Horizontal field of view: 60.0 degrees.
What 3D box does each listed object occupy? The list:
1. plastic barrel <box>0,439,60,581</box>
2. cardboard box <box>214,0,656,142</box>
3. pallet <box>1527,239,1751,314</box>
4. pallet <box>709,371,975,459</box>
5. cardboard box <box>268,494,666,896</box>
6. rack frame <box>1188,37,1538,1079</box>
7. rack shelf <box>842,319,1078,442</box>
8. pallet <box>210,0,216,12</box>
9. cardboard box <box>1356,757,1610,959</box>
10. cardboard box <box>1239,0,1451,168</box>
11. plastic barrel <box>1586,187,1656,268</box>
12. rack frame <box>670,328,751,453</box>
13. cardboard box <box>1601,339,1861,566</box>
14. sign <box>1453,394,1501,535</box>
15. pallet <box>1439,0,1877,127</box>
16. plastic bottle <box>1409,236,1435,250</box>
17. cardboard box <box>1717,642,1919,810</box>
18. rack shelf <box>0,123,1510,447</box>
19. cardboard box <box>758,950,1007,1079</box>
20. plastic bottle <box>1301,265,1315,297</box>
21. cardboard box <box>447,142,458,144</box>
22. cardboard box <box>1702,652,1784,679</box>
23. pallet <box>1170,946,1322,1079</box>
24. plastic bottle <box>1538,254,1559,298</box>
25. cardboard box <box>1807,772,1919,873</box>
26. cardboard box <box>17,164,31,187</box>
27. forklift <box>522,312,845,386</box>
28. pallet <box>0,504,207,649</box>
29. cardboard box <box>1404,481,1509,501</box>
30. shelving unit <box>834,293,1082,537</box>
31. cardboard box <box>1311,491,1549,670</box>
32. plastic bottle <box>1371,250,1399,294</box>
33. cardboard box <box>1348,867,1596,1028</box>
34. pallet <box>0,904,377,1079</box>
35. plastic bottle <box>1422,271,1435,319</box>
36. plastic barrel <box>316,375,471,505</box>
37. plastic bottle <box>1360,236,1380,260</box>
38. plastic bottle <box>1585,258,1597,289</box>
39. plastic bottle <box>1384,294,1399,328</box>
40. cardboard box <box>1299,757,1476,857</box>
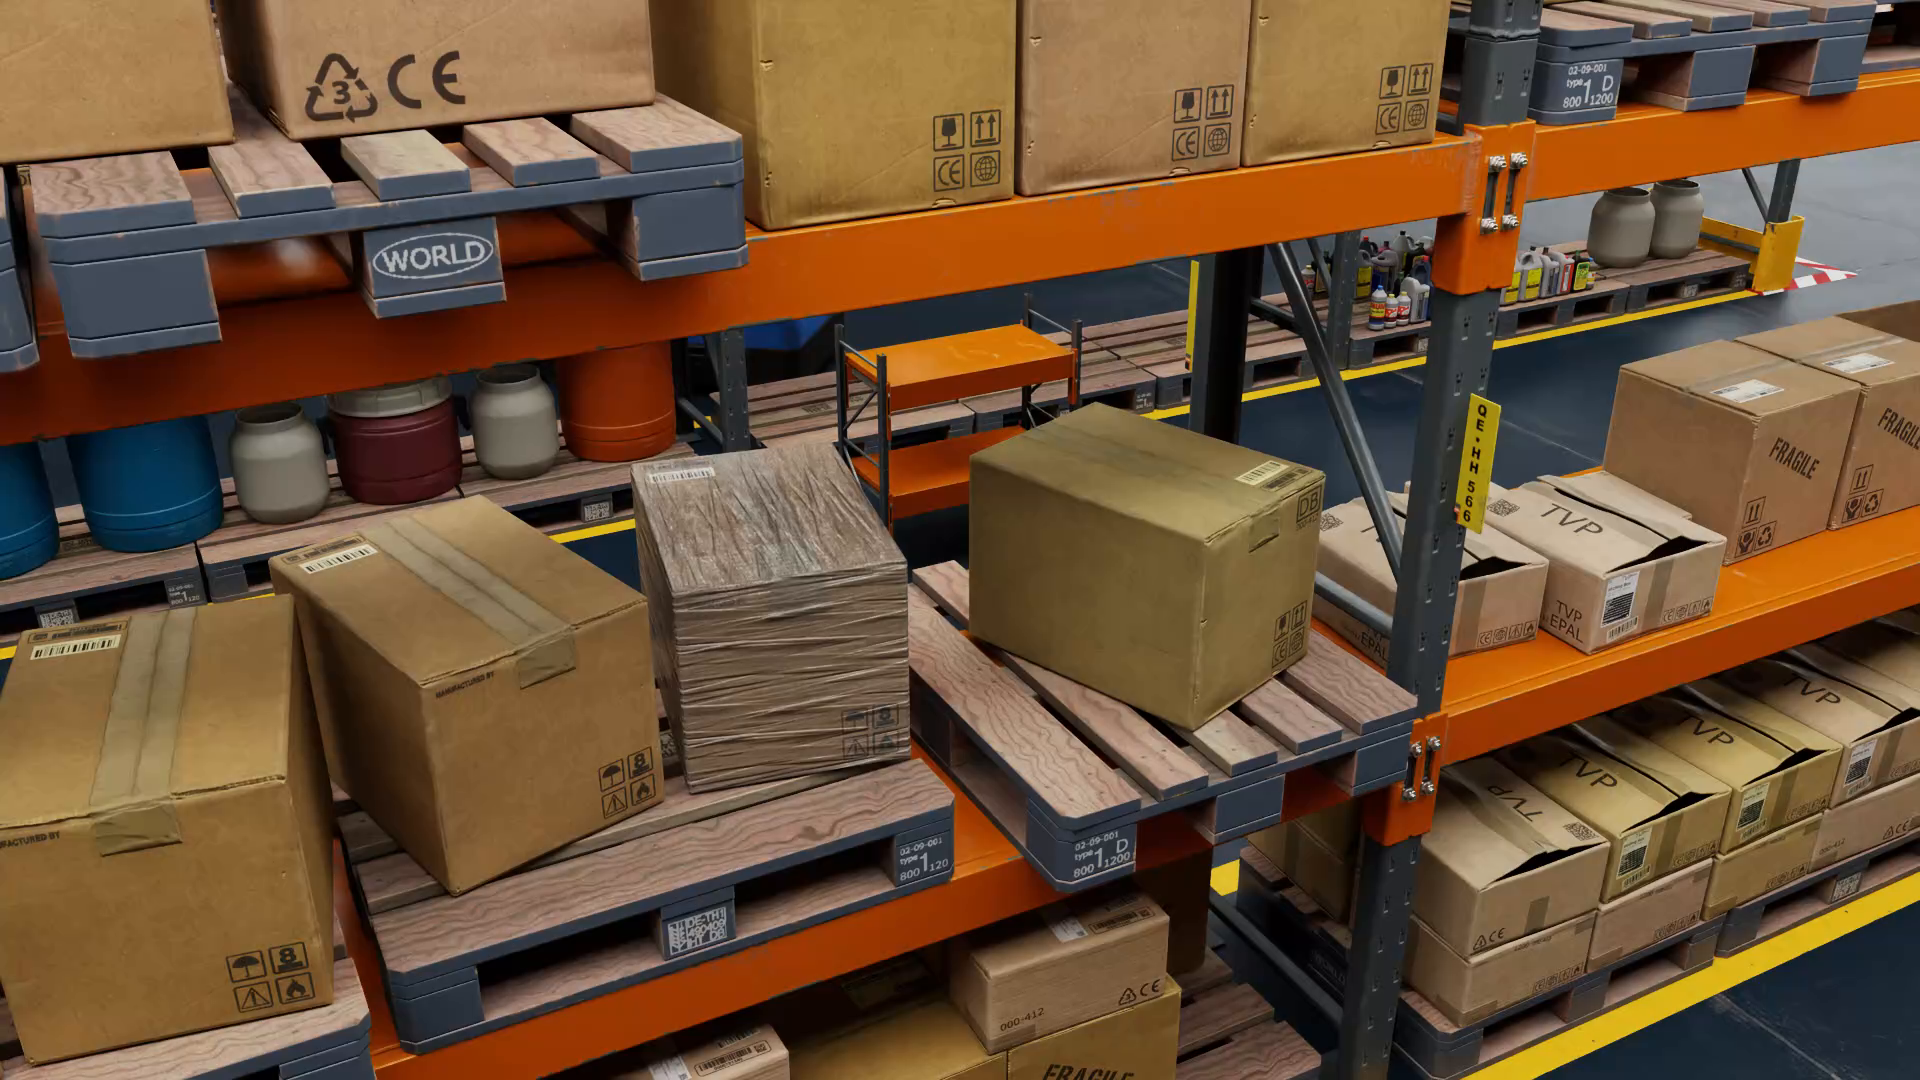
[{"bbox_3d":[-4.421,-0.322,7.395,0.708,0.901,0.600,-13,29,-25],"label":"plastic barrel"},{"bbox_3d":[-0.927,-1.061,2.812,0.600,0.600,0.600,-14,29,-27],"label":"cardboard box"},{"bbox_3d":[4.915,-1.965,12.098,1.213,0.211,1.003,-13,29,-25],"label":"pallet"},{"bbox_3d":[-0.678,-0.675,9.412,1.213,0.211,1.003,-13,29,-25],"label":"pallet"},{"bbox_3d":[-1.052,0.300,3.559,0.500,0.500,0.700,-22,33,-38],"label":"cardboard box"},{"bbox_3d":[0.948,0.103,4.569,0.127,3.000,1.000,-13,29,-25],"label":"rack frame"},{"bbox_3d":[-0.006,-0.770,7.877,1.000,0.278,0.538,-13,29,-25],"label":"rack shelf"},{"bbox_3d":[-7.683,-5.090,15.608,1.213,0.211,1.003,-13,29,-25],"label":"pallet"},{"bbox_3d":[1.548,0.906,4.941,0.500,0.311,0.500,-12,28,-23],"label":"cardboard box"},{"bbox_3d":[0.579,-1.192,3.687,0.500,0.500,0.910,-13,29,-25],"label":"cardboard box"},{"bbox_3d":[4.692,-2.221,11.800,0.421,0.512,0.421,0,26,0],"label":"plastic barrel"},{"bbox_3d":[-1.380,-1.789,8.511,0.127,3.000,1.000,-13,29,-25],"label":"rack frame"},{"bbox_3d":[2.421,-0.290,5.272,0.500,0.500,0.500,-15,29,-28],"label":"cardboard box"},{"bbox_3d":[1.211,-0.178,3.908,0.005,0.325,0.100,-13,29,-25],"label":"sign"},{"bbox_3d":[1.504,-1.336,4.320,1.003,0.211,1.213,-12,28,-23],"label":"pallet"},{"bbox_3d":[3.182,-1.952,11.489,0.135,0.276,0.152,-12,28,-24],"label":"plastic bottle"},{"bbox_3d":[2.912,0.588,5.603,0.500,0.311,0.500,-13,29,-26],"label":"cardboard box"},{"bbox_3d":[-0.817,-0.517,3.227,4.000,0.370,1.077,-13,29,-25],"label":"rack shelf"},{"bbox_3d":[-0.224,1.417,4.212,0.500,0.500,0.500,-14,29,-27],"label":"cardboard box"},{"bbox_3d":[2.323,-1.734,11.120,0.097,0.201,0.097,0,26,0],"label":"plastic bottle"},{"bbox_3d":[-4.329,-2.780,12.544,0.875,0.875,1.225,-14,29,-27],"label":"cardboard box"},{"bbox_3d":[2.639,0.389,6.019,0.500,0.311,0.500,-12,28,-24],"label":"cardboard box"},{"bbox_3d":[0.271,1.498,4.886,1.213,0.211,1.003,-13,29,-25],"label":"pallet"},{"bbox_3d":[3.907,-1.778,11.127,0.135,0.276,0.152,-14,29,-27],"label":"plastic bottle"},{"bbox_3d":[2.900,0.844,5.719,0.500,0.250,0.500,-12,28,-24],"label":"cardboard box"},{"bbox_3d":[-6.685,-2.236,11.410,0.875,0.875,1.225,-13,29,-25],"label":"cardboard box"},{"bbox_3d":[-2.322,-2.519,10.111,3.031,2.935,1.130,5,26,11],"label":"forklift"},{"bbox_3d":[-4.209,0.141,7.712,1.213,0.211,1.003,-13,29,-25],"label":"pallet"},{"bbox_3d":[1.611,-0.072,5.225,0.250,0.149,0.380,-13,29,-25],"label":"cardboard box"},{"bbox_3d":[-0.006,-0.506,8.004,1.048,1.125,0.538,-13,29,-25],"label":"shelving unit"},{"bbox_3d":[1.289,0.086,4.708,0.500,0.311,0.500,-11,28,-22],"label":"cardboard box"},{"bbox_3d":[2.843,-1.803,11.179,0.135,0.276,0.152,-13,29,-25],"label":"plastic bottle"},{"bbox_3d":[1.548,1.159,5.062,0.500,0.250,0.500,-13,29,-25],"label":"cardboard box"},{"bbox_3d":[-1.825,0.883,3.166,1.213,0.211,1.003,-13,29,-25],"label":"pallet"},{"bbox_3d":[3.057,-1.614,10.698,0.185,0.351,0.144,-12,28,-24],"label":"plastic bottle"},{"bbox_3d":[-2.800,-0.555,8.242,0.708,0.588,0.600,-13,29,-25],"label":"plastic barrel"},{"bbox_3d":[2.752,-1.888,11.270,0.185,0.351,0.144,-15,29,-28],"label":"plastic bottle"},{"bbox_3d":[4.265,-1.814,11.287,0.097,0.201,0.097,0,26,0],"label":"plastic bottle"},{"bbox_3d":[2.727,-1.459,10.548,0.097,0.201,0.097,0,26,0],"label":"plastic bottle"},{"bbox_3d":[1.294,0.700,5.370,0.500,0.311,0.500,-12,28,-24],"label":"cardboard box"}]
